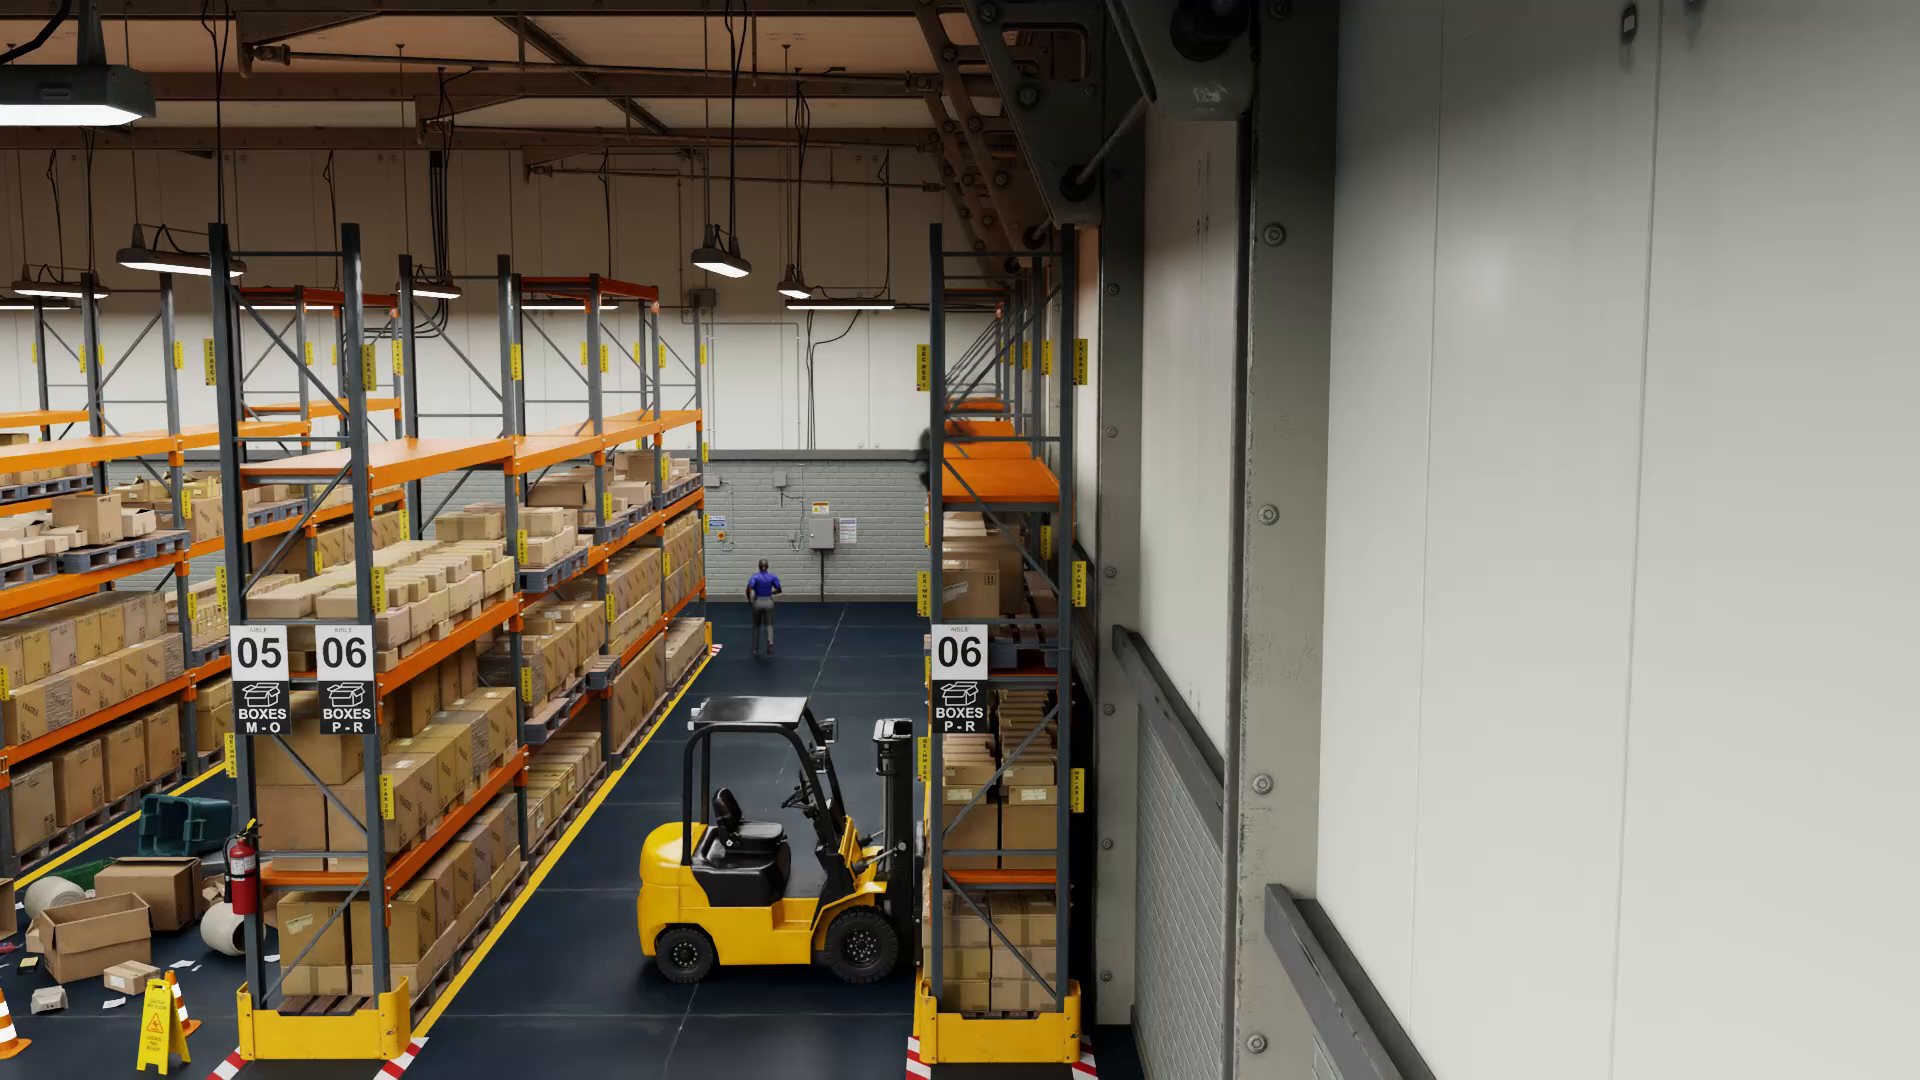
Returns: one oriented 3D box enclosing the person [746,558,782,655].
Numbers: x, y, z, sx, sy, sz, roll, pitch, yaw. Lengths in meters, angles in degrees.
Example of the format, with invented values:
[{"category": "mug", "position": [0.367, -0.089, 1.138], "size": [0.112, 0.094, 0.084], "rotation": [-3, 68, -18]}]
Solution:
[{"category": "person", "position": [-3.254, 1.126, 27.571], "size": [0.603, 1.650, 0.864], "rotation": [-2, 7, -13]}]
